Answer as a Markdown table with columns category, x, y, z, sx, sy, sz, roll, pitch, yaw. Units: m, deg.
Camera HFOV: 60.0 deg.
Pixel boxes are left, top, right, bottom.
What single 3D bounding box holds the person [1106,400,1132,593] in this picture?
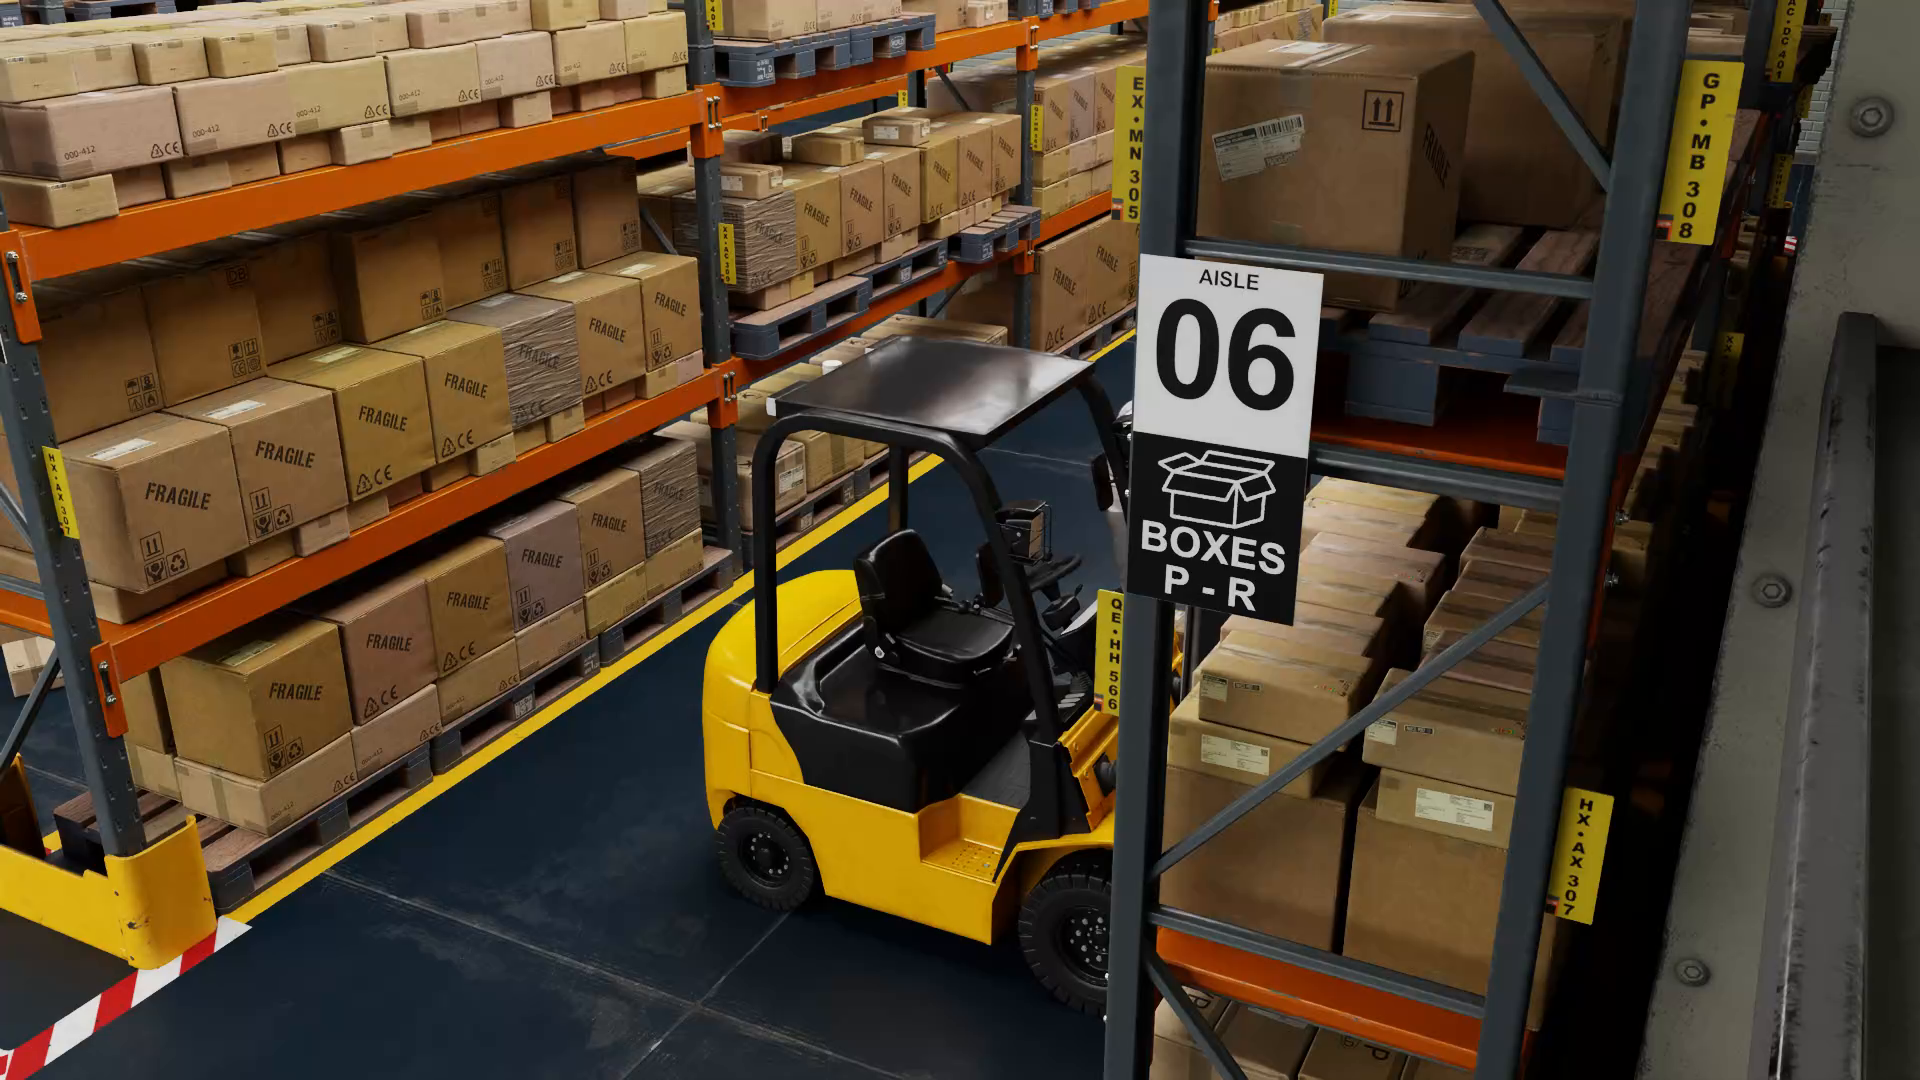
| category | x | y | z | sx | sy | sz | roll | pitch | yaw |
| --- | --- | --- | --- | --- | --- | --- | --- | --- | --- |
| person | 0.953 | -0.143 | 8.504 | 0.415 | 1.660 | 0.506 | 11 | 25 | 25 |
